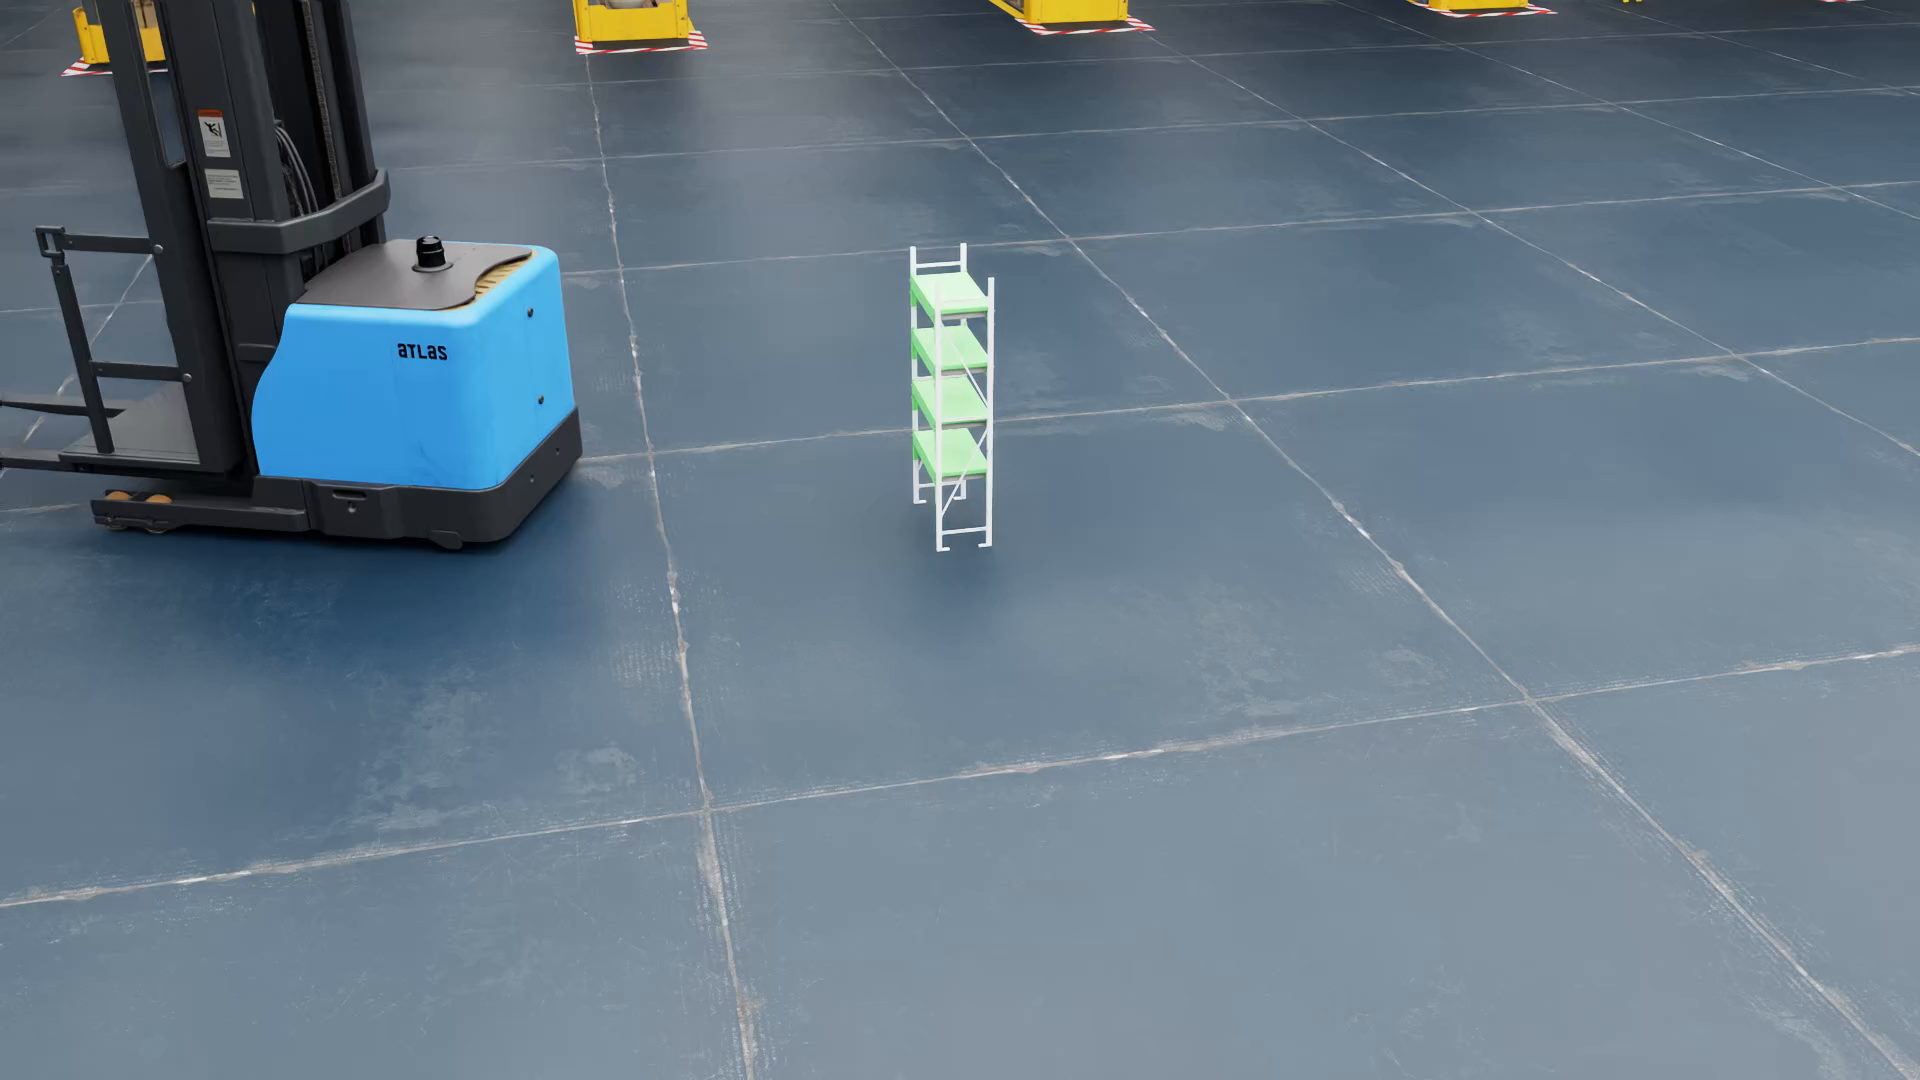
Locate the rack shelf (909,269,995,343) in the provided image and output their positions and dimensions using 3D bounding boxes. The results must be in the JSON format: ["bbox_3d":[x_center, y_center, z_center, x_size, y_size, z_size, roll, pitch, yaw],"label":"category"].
[{"bbox_3d":[-0.037,-0.980,6.936,0.258,0.148,0.480,-6,27,-12],"label":"rack shelf"}]

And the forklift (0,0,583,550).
[{"bbox_3d":[-3.357,-1.567,7.103,3.031,2.935,1.130,4,27,8],"label":"forklift"}]

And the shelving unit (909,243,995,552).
[{"bbox_3d":[-0.037,-0.608,7.124,0.258,1.200,0.503,-6,27,-12],"label":"shelving unit"}]

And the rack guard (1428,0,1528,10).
[{"bbox_3d":[6.203,-6.620,19.811,1.175,0.500,0.348,-6,27,-12],"label":"rack guard"}]

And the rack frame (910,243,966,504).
[{"bbox_3d":[-0.092,-0.715,7.336,0.240,1.200,0.015,-6,27,-12],"label":"rack frame"}]

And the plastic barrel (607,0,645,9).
[{"bbox_3d":[-3.706,-6.142,18.385,0.421,0.512,0.421,0,27,0],"label":"plastic barrel"}]

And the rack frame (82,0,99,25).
[{"bbox_3d":[-8.310,-6.283,16.369,1.000,3.000,0.127,-6,27,-12],"label":"rack frame"}]

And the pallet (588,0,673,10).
[{"bbox_3d":[-3.724,-5.925,18.755,1.003,0.211,1.213,-6,27,-12],"label":"pallet"}]

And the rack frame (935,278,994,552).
[{"bbox_3d":[0.018,-0.501,6.911,0.240,1.200,0.015,-6,27,-12],"label":"rack frame"}]

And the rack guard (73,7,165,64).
[{"bbox_3d":[-8.305,-5.156,16.911,1.175,0.500,0.348,-6,27,-12],"label":"rack guard"}]

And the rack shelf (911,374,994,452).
[{"bbox_3d":[-0.037,-0.551,7.152,0.258,0.148,0.480,-6,27,-12],"label":"rack shelf"}]

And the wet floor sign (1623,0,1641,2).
[{"bbox_3d":[8.133,-6.884,20.172,0.267,0.644,0.232,-11,29,-20],"label":"wet floor sign"}]

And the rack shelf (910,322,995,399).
[{"bbox_3d":[-0.037,-0.766,7.044,0.258,0.148,0.480,-6,27,-12],"label":"rack shelf"}]

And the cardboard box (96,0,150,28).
[{"bbox_3d":[-8.719,-5.448,17.301,0.500,0.250,0.500,-6,27,-12],"label":"cardboard box"}]

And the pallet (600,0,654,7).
[{"bbox_3d":[-3.996,-6.460,19.814,1.003,0.211,1.213,-6,27,-12],"label":"pallet"}]

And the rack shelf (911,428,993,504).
[{"bbox_3d":[-0.037,-0.337,7.261,0.258,0.148,0.480,-6,27,-12],"label":"rack shelf"}]

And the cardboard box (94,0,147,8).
[{"bbox_3d":[-8.721,-5.783,17.131,0.500,0.500,0.500,-6,27,-12],"label":"cardboard box"}]

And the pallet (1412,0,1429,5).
[{"bbox_3d":[5.941,-6.845,20.577,1.003,0.211,1.213,-6,27,-12],"label":"pallet"}]

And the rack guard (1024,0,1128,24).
[{"bbox_3d":[1.325,-6.205,18.988,1.175,0.500,0.348,-6,27,-12],"label":"rack guard"}]

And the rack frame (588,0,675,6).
[{"bbox_3d":[-3.483,-6.784,17.362,1.000,3.000,0.127,-6,27,-12],"label":"rack frame"}]

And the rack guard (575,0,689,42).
[{"bbox_3d":[-3.546,-5.697,17.982,1.175,0.500,0.348,-6,27,-12],"label":"rack guard"}]

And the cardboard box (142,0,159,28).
[{"bbox_3d":[-8.214,-5.501,17.405,0.500,0.250,0.500,-6,27,-12],"label":"cardboard box"}]

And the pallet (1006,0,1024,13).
[{"bbox_3d":[1.177,-6.436,19.767,1.003,0.211,1.213,-6,27,-12],"label":"pallet"}]
